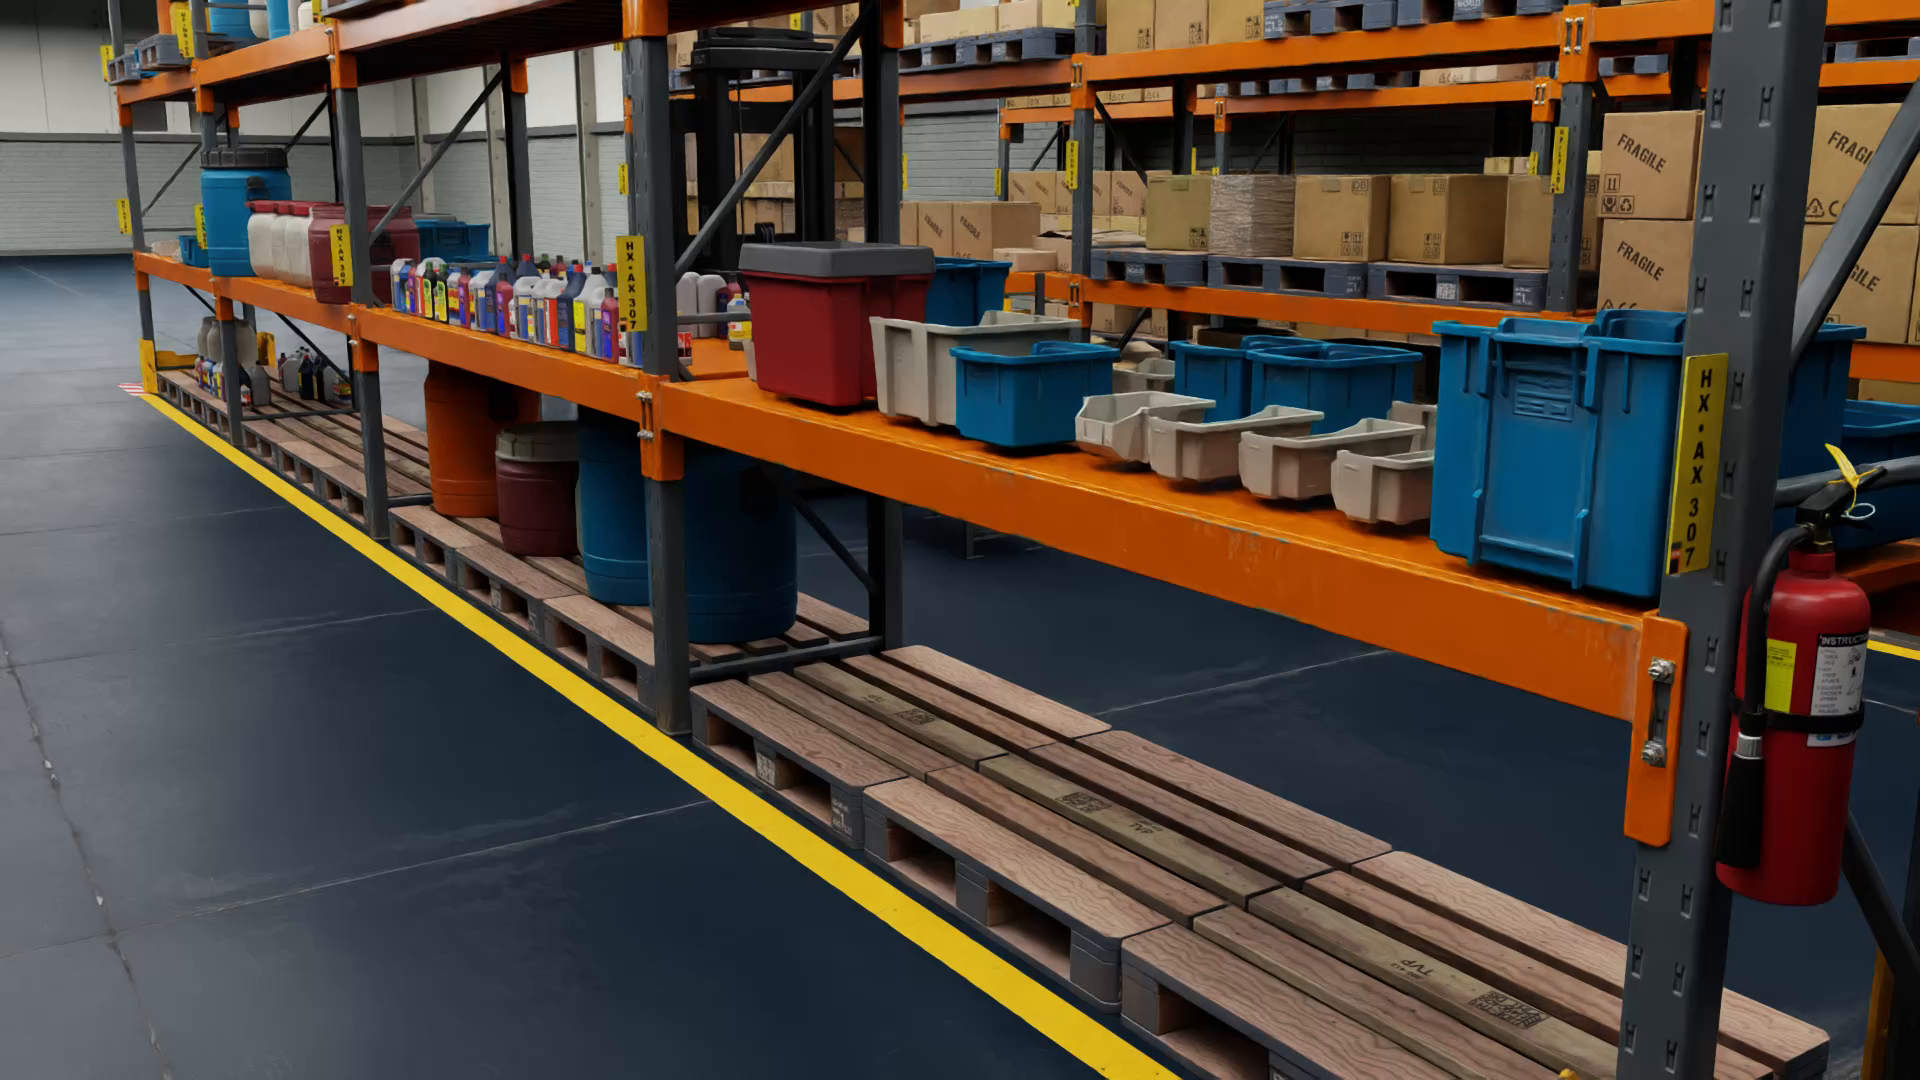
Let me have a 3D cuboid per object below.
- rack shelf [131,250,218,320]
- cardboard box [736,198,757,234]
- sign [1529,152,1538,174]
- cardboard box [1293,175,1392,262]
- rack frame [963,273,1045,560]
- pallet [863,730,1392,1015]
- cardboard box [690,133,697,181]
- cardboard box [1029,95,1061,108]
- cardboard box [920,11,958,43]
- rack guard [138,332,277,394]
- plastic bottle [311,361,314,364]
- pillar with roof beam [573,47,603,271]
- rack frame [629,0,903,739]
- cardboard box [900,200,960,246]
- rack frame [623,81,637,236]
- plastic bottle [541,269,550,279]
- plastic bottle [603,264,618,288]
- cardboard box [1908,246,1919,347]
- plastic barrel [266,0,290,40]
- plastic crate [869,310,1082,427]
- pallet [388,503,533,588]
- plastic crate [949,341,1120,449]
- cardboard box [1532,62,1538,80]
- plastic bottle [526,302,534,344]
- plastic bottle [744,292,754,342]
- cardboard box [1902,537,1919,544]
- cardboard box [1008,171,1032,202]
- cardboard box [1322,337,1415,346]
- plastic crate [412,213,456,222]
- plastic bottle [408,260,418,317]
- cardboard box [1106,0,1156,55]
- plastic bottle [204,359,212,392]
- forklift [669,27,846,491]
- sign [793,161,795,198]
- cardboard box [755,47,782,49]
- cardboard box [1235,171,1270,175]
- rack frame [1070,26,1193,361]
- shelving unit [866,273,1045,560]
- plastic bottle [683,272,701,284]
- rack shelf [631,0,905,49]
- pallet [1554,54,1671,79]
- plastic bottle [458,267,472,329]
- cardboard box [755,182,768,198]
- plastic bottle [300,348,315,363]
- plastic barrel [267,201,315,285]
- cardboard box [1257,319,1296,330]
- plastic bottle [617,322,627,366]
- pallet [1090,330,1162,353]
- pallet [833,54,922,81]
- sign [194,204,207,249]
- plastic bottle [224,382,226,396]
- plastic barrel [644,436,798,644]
[{"bbox_3d":[-6.212,-2.239,14.262,1.077,0.370,4.000,-8,15,-33],"label":"rack shelf"},{"bbox_3d":[-1.802,-3.130,16.419,0.700,0.500,0.500,-8,15,-32],"label":"cardboard box"},{"bbox_3d":[4.913,-3.157,14.251,0.100,0.325,0.005,-8,15,-33],"label":"sign"},{"bbox_3d":[2.424,-1.958,10.078,0.500,0.500,0.700,11,16,41],"label":"cardboard box"},{"bbox_3d":[0.234,-0.657,8.857,0.500,1.500,0.032,-8,15,-33],"label":"rack frame"},{"bbox_3d":[0.448,0.894,4.780,1.003,0.211,1.213,-8,15,-33],"label":"pallet"},{"bbox_3d":[-2.341,-3.938,17.076,0.700,0.500,0.500,-8,15,-33],"label":"cardboard box"},{"bbox_3d":[1.172,-5.454,19.977,0.500,0.500,0.500,-7,14,-29],"label":"cardboard box"},{"bbox_3d":[0.030,-4.070,13.299,0.500,0.250,0.500,-10,16,-38],"label":"cardboard box"},{"bbox_3d":[-7.239,-1.717,16.042,1.175,0.500,0.348,-8,15,-33],"label":"rack guard"},{"bbox_3d":[-5.423,-1.365,13.937,0.097,0.271,0.097,0,12,0],"label":"plastic bottle"},{"bbox_3d":[-11.521,-9.719,32.740,9.100,9.000,0.400,-8,15,-33],"label":"pillar with roof beam"},{"bbox_3d":[-0.671,-0.812,6.052,1.000,3.000,0.127,-8,15,-33],"label":"rack frame"},{"bbox_3d":[-0.274,-2.637,14.164,0.500,0.500,0.500,-7,14,-29],"label":"cardboard box"},{"bbox_3d":[-3.194,-3.531,18.489,1.000,3.000,0.127,-8,15,-33],"label":"rack frame"},{"bbox_3d":[-2.260,-1.382,9.125,0.097,0.201,0.097,0,12,0],"label":"plastic bottle"},{"bbox_3d":[-1.436,-0.962,6.856,0.144,0.351,0.185,-8,15,-33],"label":"plastic bottle"},{"bbox_3d":[4.354,-1.053,6.922,0.500,0.500,0.500,-8,15,-34],"label":"cardboard box"},{"bbox_3d":[-4.641,-3.880,11.888,0.600,0.901,0.708,-8,15,-33],"label":"plastic barrel"},{"bbox_3d":[0.021,-0.490,4.717,0.437,0.282,0.530,-8,15,-33],"label":"plastic crate"},{"bbox_3d":[-2.416,-0.026,8.984,1.003,0.211,1.213,-8,15,-33],"label":"pallet"},{"bbox_3d":[0.193,-0.383,4.342,0.416,0.233,0.300,-8,15,-33],"label":"plastic crate"},{"bbox_3d":[5.152,-4.375,15.044,0.500,0.500,0.500,-8,15,-33],"label":"cardboard box"},{"bbox_3d":[-1.802,-0.942,7.115,0.097,0.201,0.097,0,12,0],"label":"plastic bottle"},{"bbox_3d":[-0.814,-0.944,6.946,0.152,0.276,0.135,-8,15,-33],"label":"plastic bottle"},{"bbox_3d":[4.499,-0.059,7.425,0.797,0.503,0.637,-8,15,-33],"label":"cardboard box"},{"bbox_3d":[0.942,-4.301,20.556,0.500,0.500,0.500,-8,15,-33],"label":"cardboard box"},{"bbox_3d":[2.557,-1.139,10.616,0.500,0.250,0.500,-8,15,-34],"label":"cardboard box"},{"bbox_3d":[-3.528,-1.878,10.778,0.402,0.464,0.583,-8,15,-33],"label":"plastic crate"},{"bbox_3d":[-2.773,-1.287,8.499,0.061,0.283,0.133,-8,15,-33],"label":"plastic bottle"},{"bbox_3d":[1.508,-3.549,11.316,0.910,0.500,0.500,-8,15,-33],"label":"cardboard box"},{"bbox_3d":[-6.330,-1.390,14.053,0.097,0.271,0.097,0,12,0],"label":"plastic bottle"},{"bbox_3d":[-1.553,-1.980,11.556,1.130,2.935,3.031,-7,14,-30],"label":"forklift"},{"bbox_3d":[-1.439,-3.216,14.834,0.100,0.325,0.005,-8,15,-33],"label":"sign"},{"bbox_3d":[-1.874,-4.618,15.716,0.380,0.149,0.250,-8,15,-33],"label":"cardboard box"},{"bbox_3d":[3.057,-3.818,18.350,0.500,0.500,0.500,-9,15,-34],"label":"cardboard box"},{"bbox_3d":[1.238,-2.109,11.983,1.000,3.000,0.127,-8,15,-33],"label":"rack frame"},{"bbox_3d":[-0.047,-0.748,9.271,0.538,1.500,1.048,-8,15,-33],"label":"shelving unit"},{"bbox_3d":[-1.252,-1.084,7.590,0.152,0.276,0.135,-8,15,-33],"label":"plastic bottle"},{"bbox_3d":[0.437,-1.570,4.182,1.077,0.370,4.000,-8,15,-33],"label":"rack shelf"},{"bbox_3d":[5.761,-3.961,13.872,1.213,0.211,1.003,-7,14,-30],"label":"pallet"},{"bbox_3d":[-2.315,-1.140,7.826,0.061,0.283,0.133,-8,15,-33],"label":"plastic bottle"},{"bbox_3d":[-1.736,-3.346,15.888,0.380,0.149,0.250,-8,15,-33],"label":"cardboard box"},{"bbox_3d":[-5.546,-1.457,14.175,0.144,0.351,0.185,-8,15,-33],"label":"plastic bottle"},{"bbox_3d":[-4.350,-1.974,11.050,0.433,0.535,0.433,0,12,0],"label":"plastic barrel"},{"bbox_3d":[3.565,-2.272,17.551,0.700,0.500,0.500,-8,14,-31],"label":"cardboard box"},{"bbox_3d":[-1.246,-0.764,6.298,0.097,0.201,0.097,0,12,0],"label":"plastic bottle"},{"bbox_3d":[2.062,-2.377,19.739,1.003,0.211,1.213,-8,15,-33],"label":"pallet"},{"bbox_3d":[-0.479,-4.037,14.226,0.805,0.209,1.217,-9,15,-35],"label":"pallet"},{"bbox_3d":[-5.568,-2.307,12.240,0.100,0.325,0.005,-8,15,-33],"label":"sign"},{"bbox_3d":[-5.807,-1.270,13.318,0.144,0.351,0.185,-9,15,-36],"label":"plastic bottle"},{"bbox_3d":[-0.959,-0.091,6.683,0.600,0.901,0.708,-8,15,-33],"label":"plastic barrel"}]
